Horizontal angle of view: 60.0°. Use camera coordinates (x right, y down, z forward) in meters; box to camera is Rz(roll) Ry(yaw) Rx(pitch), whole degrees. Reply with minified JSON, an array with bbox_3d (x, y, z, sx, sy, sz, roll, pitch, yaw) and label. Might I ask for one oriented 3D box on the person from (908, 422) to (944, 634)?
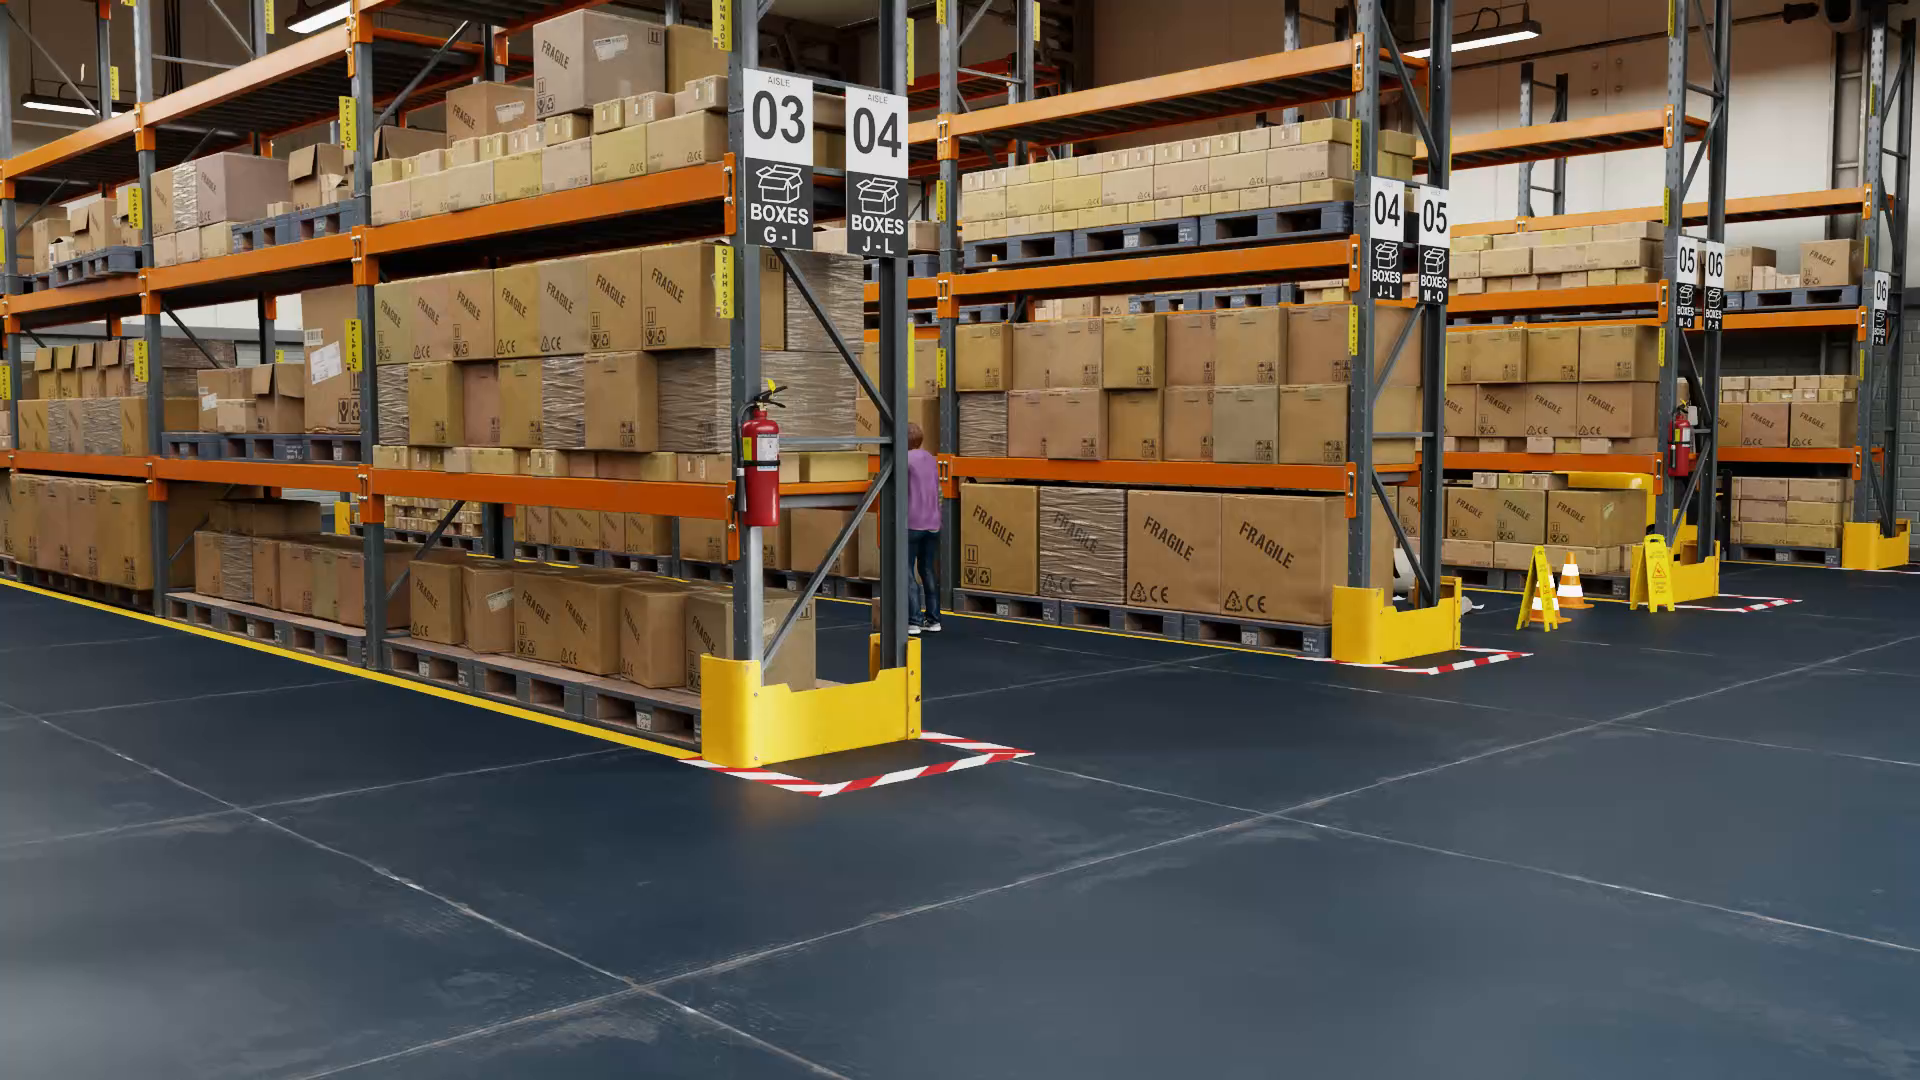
[{"bbox_3d":[-0.327,-0.089,12.521,0.459,1.593,0.348,-4,6,-44],"label":"person"}]
